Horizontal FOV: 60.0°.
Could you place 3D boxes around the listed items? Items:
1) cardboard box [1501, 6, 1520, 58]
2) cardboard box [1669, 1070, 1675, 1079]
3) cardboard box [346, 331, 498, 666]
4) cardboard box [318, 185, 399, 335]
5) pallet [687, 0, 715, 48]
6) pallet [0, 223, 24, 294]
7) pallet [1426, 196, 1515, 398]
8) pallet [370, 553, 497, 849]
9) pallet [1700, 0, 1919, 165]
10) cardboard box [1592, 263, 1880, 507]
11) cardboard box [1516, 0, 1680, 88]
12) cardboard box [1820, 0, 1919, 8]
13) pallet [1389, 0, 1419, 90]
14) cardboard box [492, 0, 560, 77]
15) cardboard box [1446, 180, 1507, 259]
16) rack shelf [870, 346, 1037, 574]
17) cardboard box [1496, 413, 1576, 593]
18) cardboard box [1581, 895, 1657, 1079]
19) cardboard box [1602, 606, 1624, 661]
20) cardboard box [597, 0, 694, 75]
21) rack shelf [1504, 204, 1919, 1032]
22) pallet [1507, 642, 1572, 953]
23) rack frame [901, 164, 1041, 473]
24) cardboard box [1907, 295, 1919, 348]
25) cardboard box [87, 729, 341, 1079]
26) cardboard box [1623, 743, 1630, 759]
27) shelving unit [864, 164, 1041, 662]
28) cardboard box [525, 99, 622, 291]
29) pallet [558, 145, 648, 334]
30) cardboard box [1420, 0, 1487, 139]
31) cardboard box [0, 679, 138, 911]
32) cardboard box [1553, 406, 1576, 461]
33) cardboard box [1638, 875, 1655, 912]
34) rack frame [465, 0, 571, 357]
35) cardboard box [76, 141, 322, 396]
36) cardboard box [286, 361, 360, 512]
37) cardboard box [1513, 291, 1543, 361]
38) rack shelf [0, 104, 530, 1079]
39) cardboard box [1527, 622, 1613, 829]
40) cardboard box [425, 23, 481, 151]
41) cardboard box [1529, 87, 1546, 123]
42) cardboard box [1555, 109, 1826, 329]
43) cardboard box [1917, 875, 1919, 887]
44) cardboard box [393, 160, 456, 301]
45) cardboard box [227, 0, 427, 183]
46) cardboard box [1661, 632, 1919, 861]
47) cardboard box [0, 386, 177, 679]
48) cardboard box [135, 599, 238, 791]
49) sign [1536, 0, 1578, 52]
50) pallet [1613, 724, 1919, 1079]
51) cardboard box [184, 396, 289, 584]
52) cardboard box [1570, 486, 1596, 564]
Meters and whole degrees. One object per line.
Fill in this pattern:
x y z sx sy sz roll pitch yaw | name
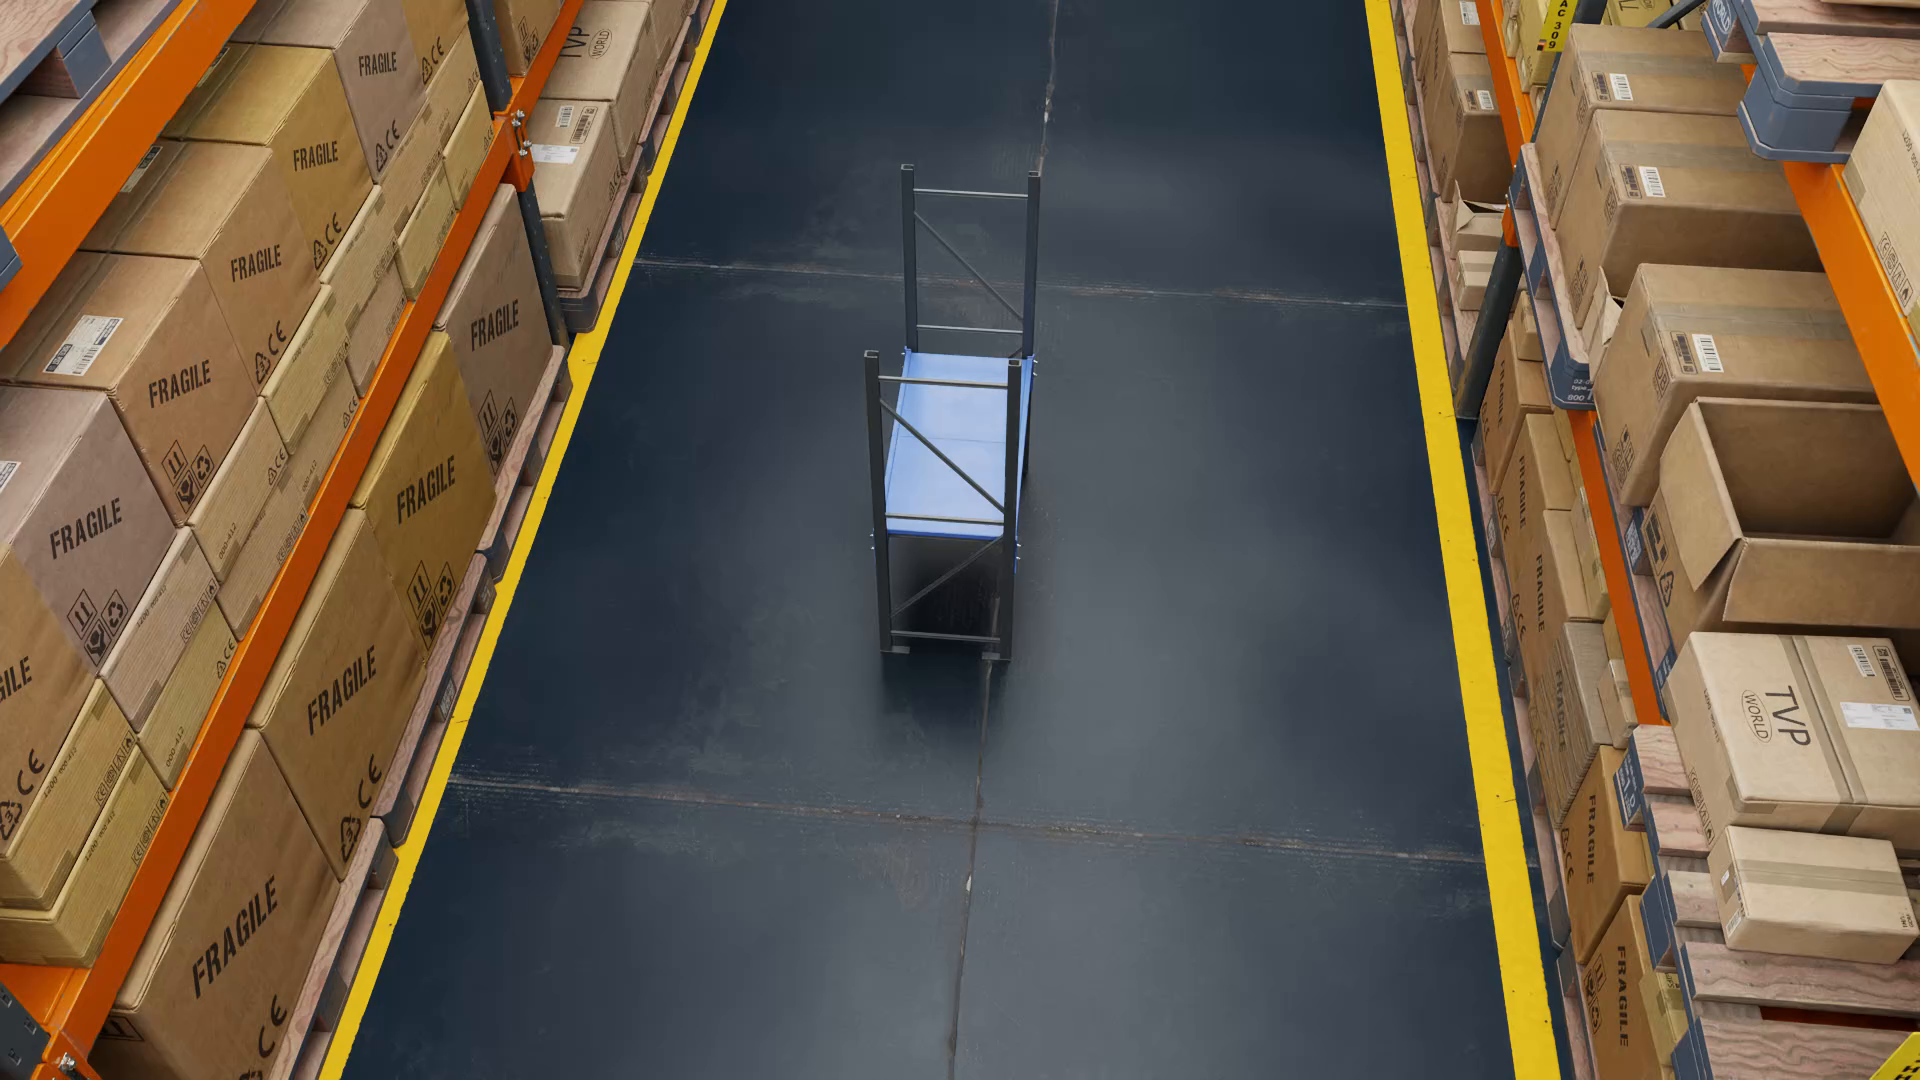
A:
2.446 -2.100 6.834 0.380 0.149 0.250 5 48 5 | cardboard box
2.095 1.494 4.347 0.380 0.149 0.250 2 48 2 | cardboard box
-2.328 -0.179 6.062 0.875 0.875 0.875 5 48 5 | cardboard box
-2.154 -0.908 5.337 0.500 0.250 0.500 5 48 4 | cardboard box
-1.907 -3.285 9.637 1.003 0.211 1.213 4 48 4 | pallet
-2.635 -0.365 3.173 1.213 0.211 1.003 6 48 5 | pallet
2.730 -1.112 7.650 1.003 0.211 1.213 4 48 4 | pallet
-2.380 0.533 6.146 1.003 0.211 1.213 4 48 4 | pallet
2.446 -1.261 3.991 1.213 0.211 1.003 4 48 4 | pallet
2.281 -0.426 4.781 0.700 0.500 0.500 4 48 3 | cardboard box
2.470 -1.989 6.462 0.500 0.250 0.500 5 48 5 | cardboard box
2.129 -1.327 3.742 0.380 0.149 0.250 5 48 4 | cardboard box
2.953 -2.905 9.290 1.003 0.211 1.213 4 48 4 | pallet
-1.973 -2.240 6.725 0.500 0.500 0.500 5 48 5 | cardboard box
2.458 -1.459 7.646 0.396 0.266 0.258 5 48 5 | cardboard box
-0.008 -0.322 6.298 0.538 0.185 1.000 4 48 4 | rack shelf
2.360 -0.114 6.257 0.500 0.500 0.500 3 48 3 | cardboard box
2.183 1.401 4.872 0.500 0.500 0.500 3 48 3 | cardboard box
2.317 0.344 5.398 0.380 0.149 0.250 4 48 4 | cardboard box
-1.948 -2.931 8.876 0.875 0.438 0.875 5 48 5 | cardboard box
2.484 0.164 5.081 1.077 0.370 4.000 4 48 4 | rack shelf
2.522 0.892 5.817 1.003 0.211 1.213 4 48 4 | pallet
0.039 -0.817 6.507 0.500 1.500 0.032 4 48 4 | rack frame
2.152 -0.334 3.117 0.500 0.250 0.500 4 48 4 | cardboard box
-2.495 1.133 4.862 0.875 0.875 0.875 3 48 3 | cardboard box
2.248 0.726 5.048 0.380 0.149 0.250 3 48 3 | cardboard box
-0.008 -0.443 6.165 0.538 1.500 1.048 4 48 4 | shelving unit
-2.112 -1.611 7.668 0.875 0.438 0.875 3 48 3 | cardboard box
-2.129 -1.492 7.997 1.003 0.211 1.213 4 48 4 | pallet
2.617 -2.335 8.289 0.500 0.500 0.500 5 48 4 | cardboard box
-2.349 0.586 3.970 0.500 0.250 0.500 4 48 3 | cardboard box
2.409 -0.422 6.099 0.380 0.149 0.250 2 48 2 | cardboard box
2.157 1.101 4.706 0.380 0.149 0.250 2 48 2 | cardboard box
-2.277 -1.879 6.462 1.000 3.000 0.127 4 48 4 | rack frame
-2.205 -0.772 4.704 0.500 0.500 0.500 5 48 4 | cardboard box
-2.222 -0.359 5.173 0.500 0.250 0.500 4 48 4 | cardboard box
2.369 -0.820 6.463 0.380 0.149 0.250 6 48 5 | cardboard box
-2.459 -0.167 5.383 1.077 0.370 4.000 4 48 4 | rack shelf
2.257 0.633 5.574 0.500 0.500 0.500 2 48 2 | cardboard box
-2.075 -1.657 6.022 0.500 0.250 0.500 4 48 3 | cardboard box
2.444 -1.715 6.482 0.380 0.149 0.250 4 48 4 | cardboard box
2.353 -1.003 5.308 0.700 0.500 0.500 4 48 4 | cardboard box
2.505 0.848 3.615 0.500 0.500 0.500 6 48 5 | cardboard box
-2.114 -1.108 5.858 0.500 0.250 0.500 3 48 3 | cardboard box
-2.107 -1.525 5.392 0.500 0.500 0.500 5 48 4 | cardboard box
2.076 0.503 4.100 0.500 0.250 0.500 2 48 2 | cardboard box
-2.317 -0.022 4.018 0.500 0.500 0.500 4 48 4 | cardboard box
-2.317 0.389 4.489 0.500 0.250 0.500 3 48 2 | cardboard box
2.126 -1.871 5.868 0.100 0.325 0.005 4 48 4 | sign
2.294 0.953 4.002 1.213 0.211 1.003 4 48 4 | pallet
-2.243 -0.159 4.652 0.500 0.250 0.500 4 48 3 | cardboard box
2.337 -0.038 5.748 0.380 0.149 0.250 4 48 3 | cardboard box
